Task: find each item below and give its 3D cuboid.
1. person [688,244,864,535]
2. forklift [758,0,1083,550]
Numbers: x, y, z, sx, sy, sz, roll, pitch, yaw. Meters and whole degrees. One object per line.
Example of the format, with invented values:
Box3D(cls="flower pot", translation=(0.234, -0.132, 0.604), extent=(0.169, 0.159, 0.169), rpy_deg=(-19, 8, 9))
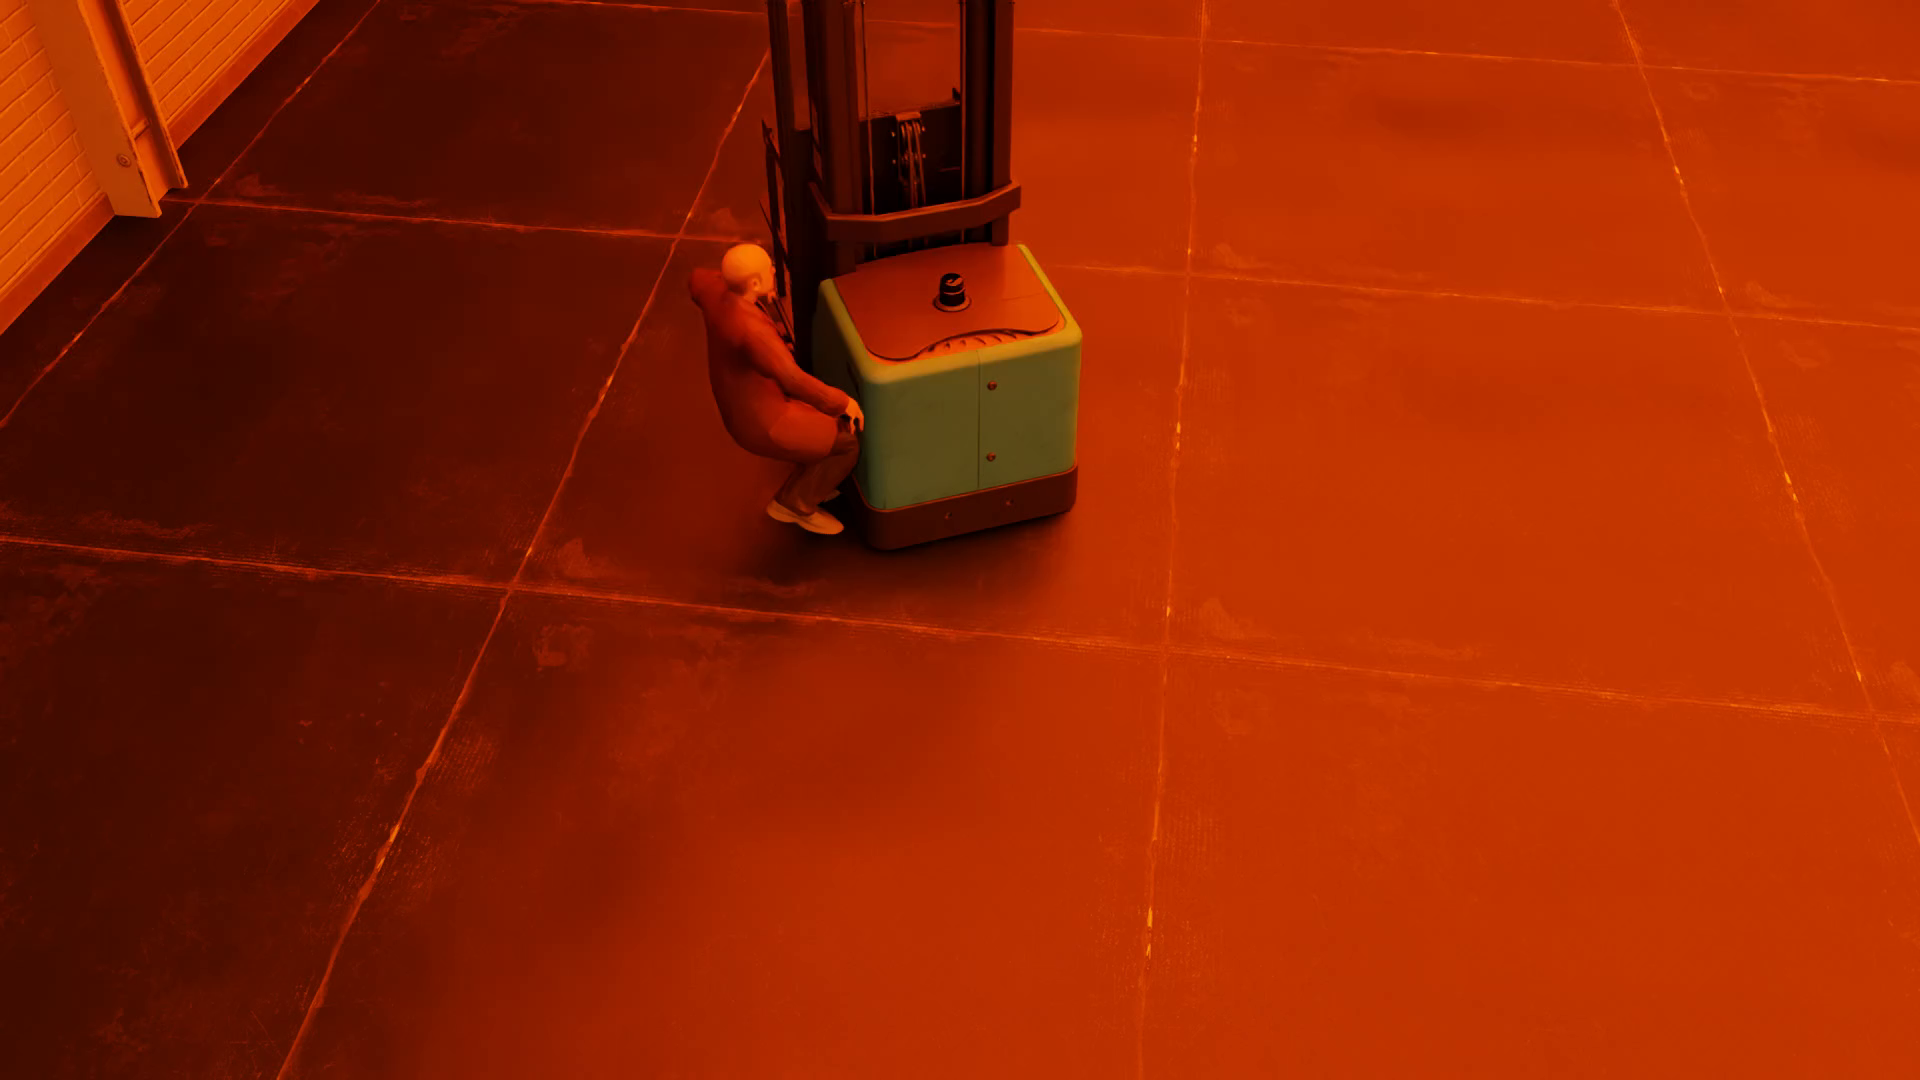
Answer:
Box3D(cls="person", translation=(-0.690, -0.684, 7.447), extent=(0.854, 1.612, 1.125), rpy_deg=(-18, 46, -19))
Box3D(cls="forklift", translation=(-0.386, -2.044, 7.949), extent=(1.130, 2.935, 3.031), rpy_deg=(-13, 44, -13))
